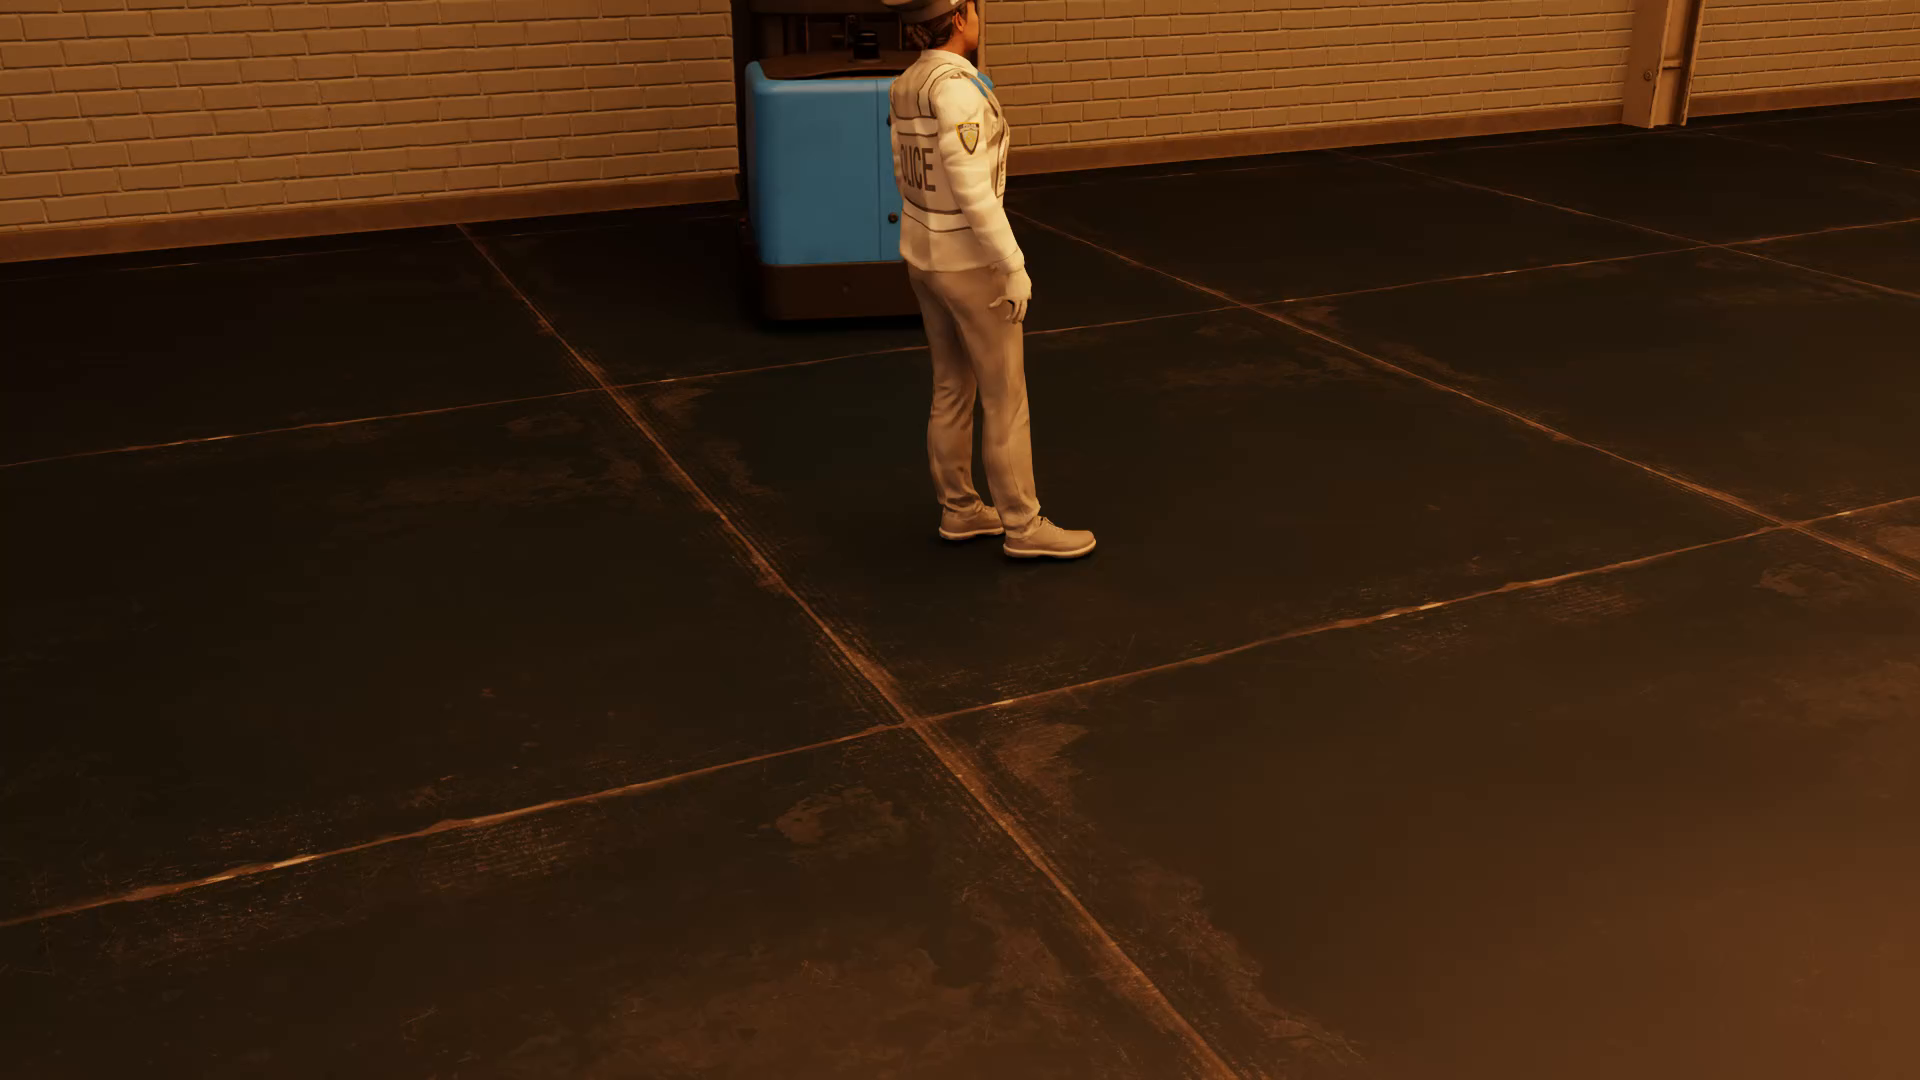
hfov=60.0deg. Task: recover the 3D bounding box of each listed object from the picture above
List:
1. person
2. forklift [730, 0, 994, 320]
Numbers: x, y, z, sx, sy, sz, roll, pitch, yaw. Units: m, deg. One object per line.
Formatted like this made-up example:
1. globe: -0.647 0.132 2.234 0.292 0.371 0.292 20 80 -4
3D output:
1. person: 0.065 -0.798 4.800 0.531 1.695 0.587 -10 25 -23
2. forklift: -0.592 -2.839 8.119 1.130 2.935 3.031 -4 23 -9
